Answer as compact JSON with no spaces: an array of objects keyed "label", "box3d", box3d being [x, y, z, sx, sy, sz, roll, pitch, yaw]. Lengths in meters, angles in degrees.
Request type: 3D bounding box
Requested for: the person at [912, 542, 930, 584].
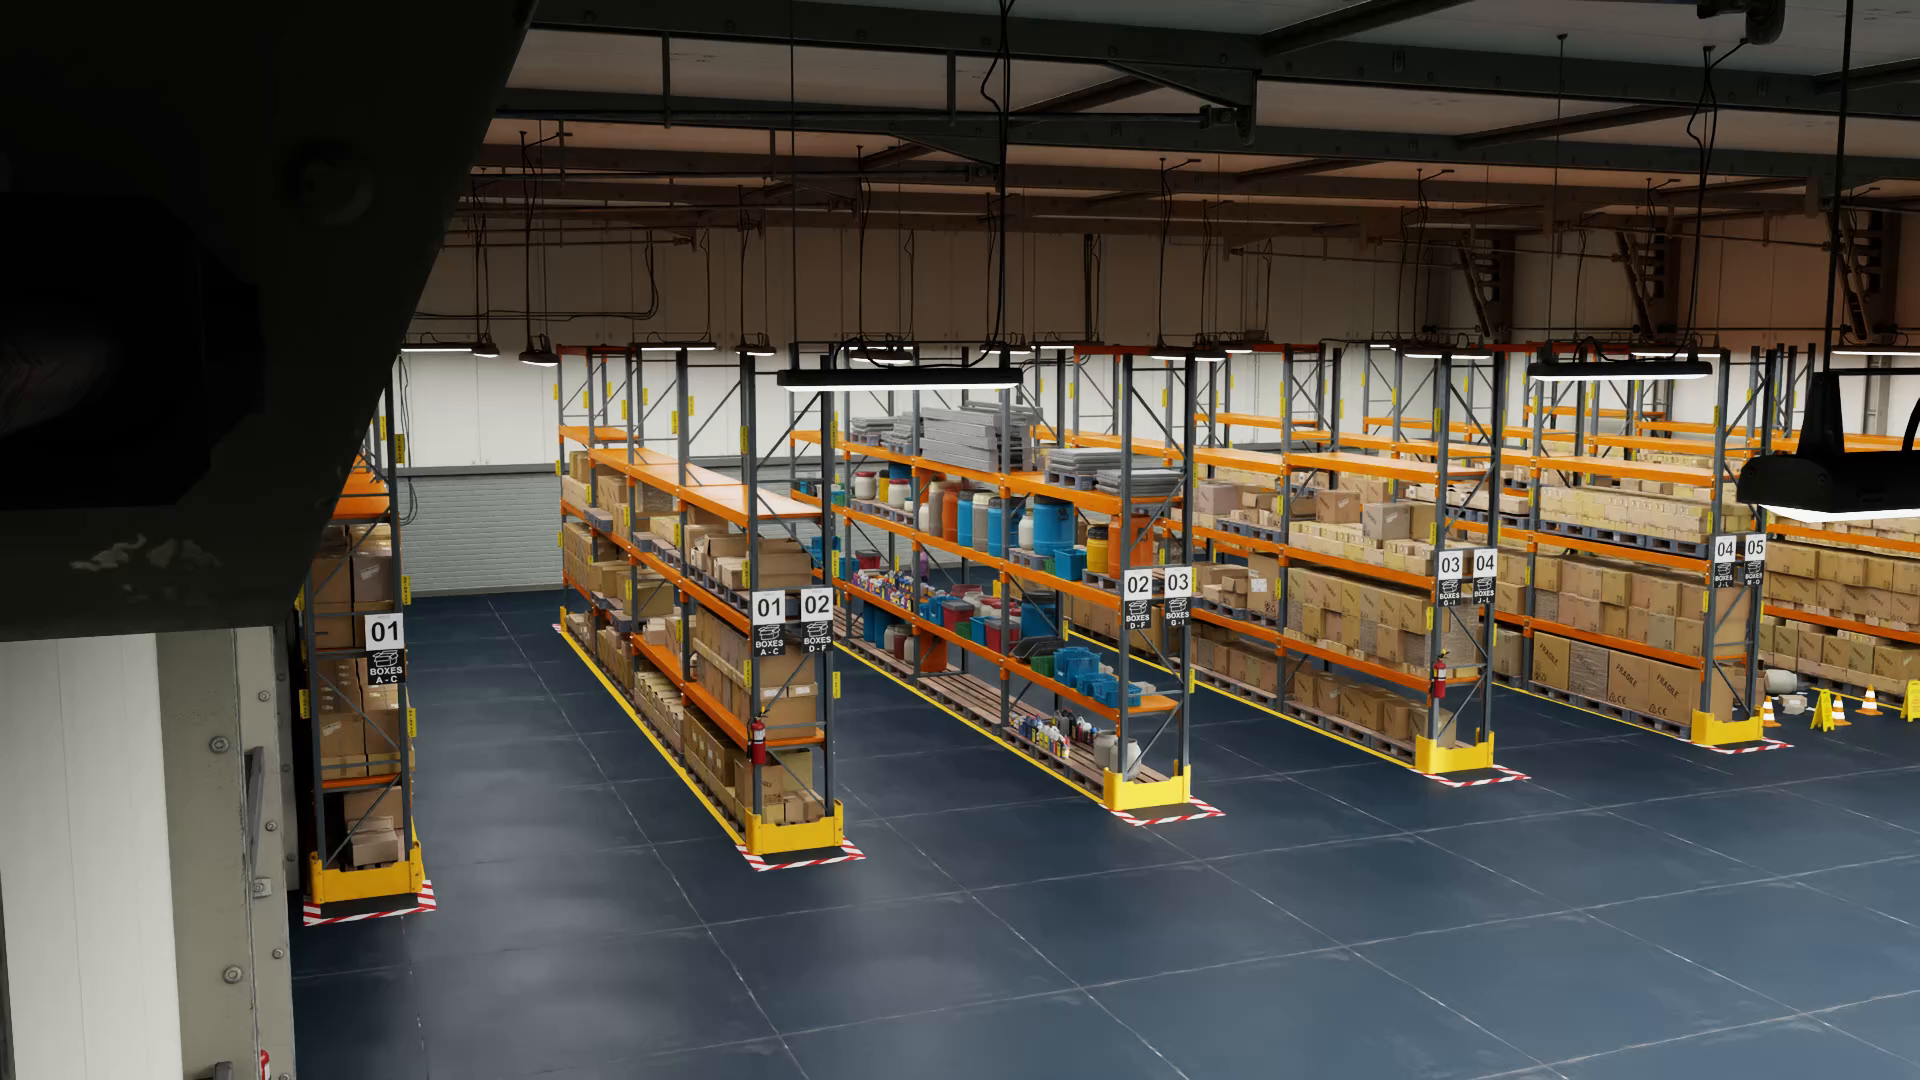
[{"label":"person","box3d":[-0.920,0.770,37.605,0.421,1.563,0.768,-3,8,-24]}]
